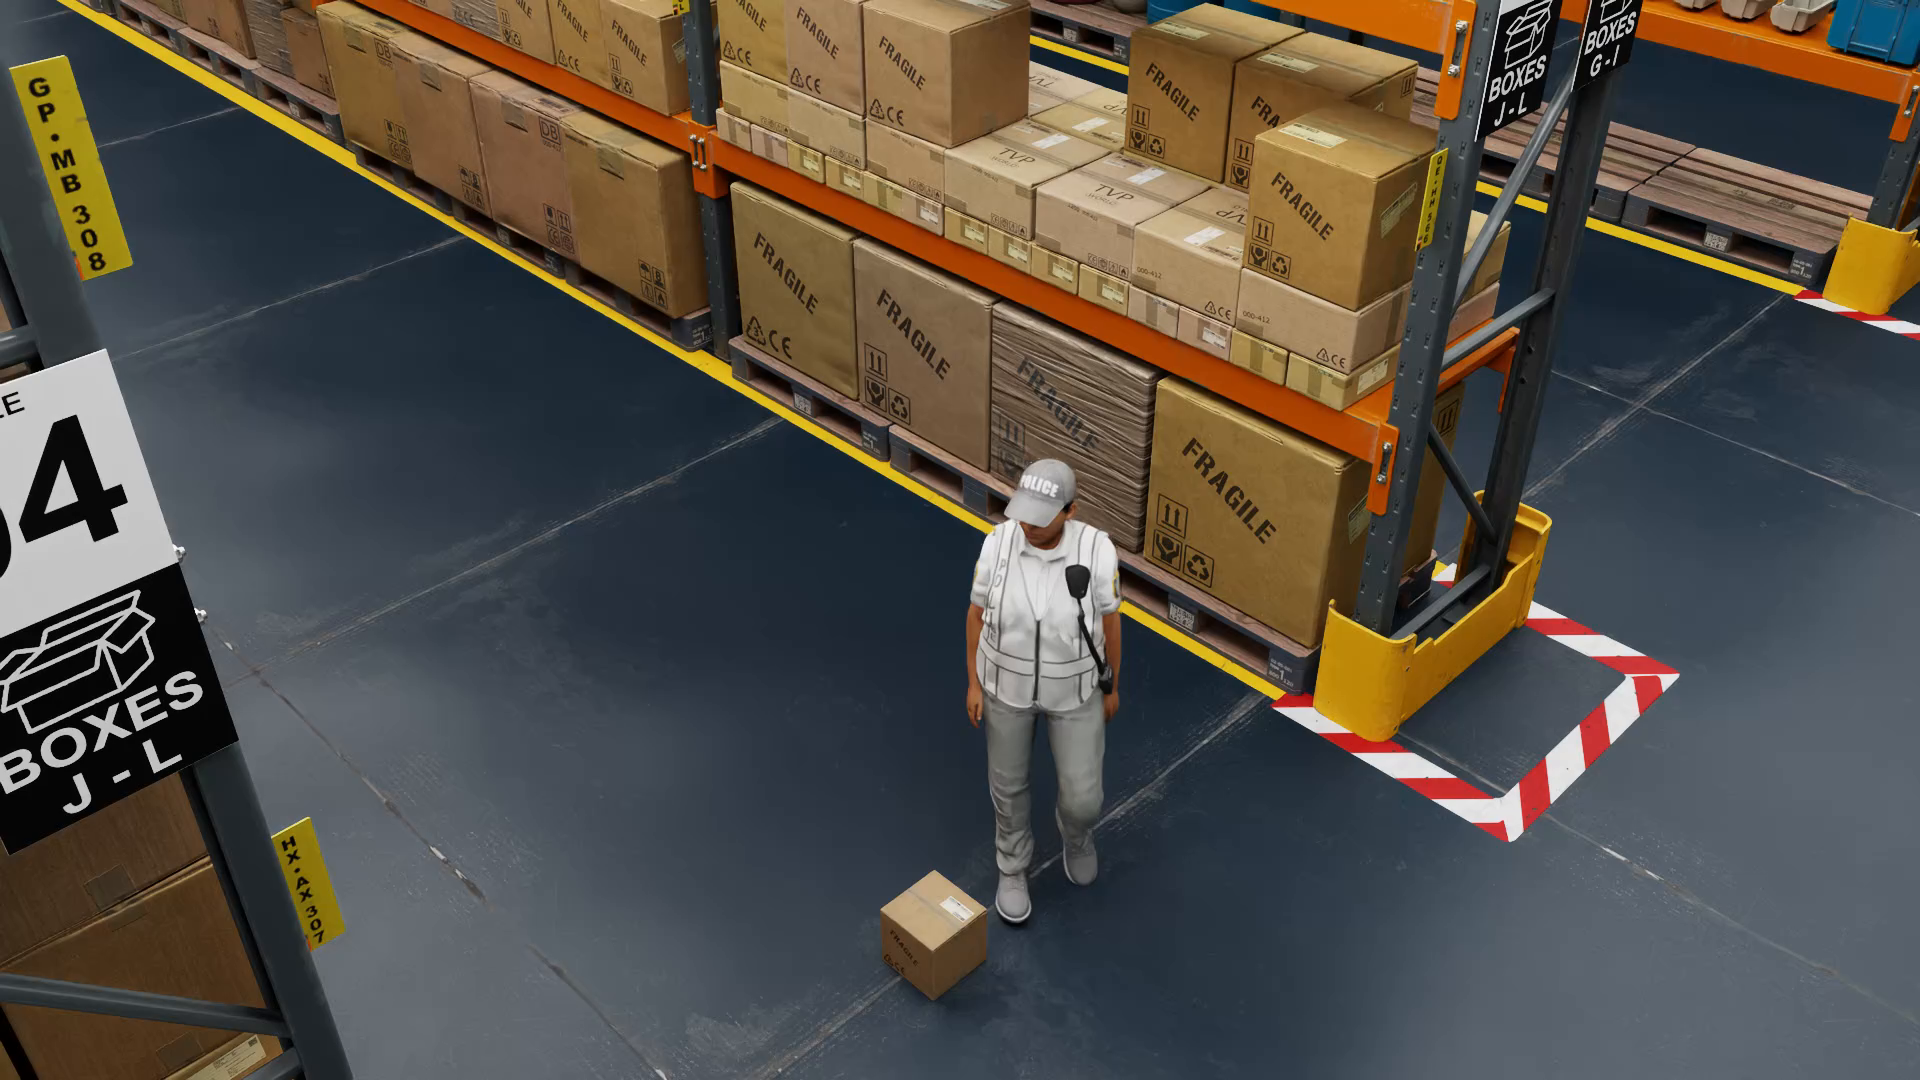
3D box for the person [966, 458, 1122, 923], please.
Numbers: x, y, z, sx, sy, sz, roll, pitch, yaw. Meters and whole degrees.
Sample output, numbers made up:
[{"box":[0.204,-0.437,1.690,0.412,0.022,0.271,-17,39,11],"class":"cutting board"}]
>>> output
[{"box":[0.258,0.525,5.426,0.512,1.697,0.489,6,36,8],"class":"person"}]
